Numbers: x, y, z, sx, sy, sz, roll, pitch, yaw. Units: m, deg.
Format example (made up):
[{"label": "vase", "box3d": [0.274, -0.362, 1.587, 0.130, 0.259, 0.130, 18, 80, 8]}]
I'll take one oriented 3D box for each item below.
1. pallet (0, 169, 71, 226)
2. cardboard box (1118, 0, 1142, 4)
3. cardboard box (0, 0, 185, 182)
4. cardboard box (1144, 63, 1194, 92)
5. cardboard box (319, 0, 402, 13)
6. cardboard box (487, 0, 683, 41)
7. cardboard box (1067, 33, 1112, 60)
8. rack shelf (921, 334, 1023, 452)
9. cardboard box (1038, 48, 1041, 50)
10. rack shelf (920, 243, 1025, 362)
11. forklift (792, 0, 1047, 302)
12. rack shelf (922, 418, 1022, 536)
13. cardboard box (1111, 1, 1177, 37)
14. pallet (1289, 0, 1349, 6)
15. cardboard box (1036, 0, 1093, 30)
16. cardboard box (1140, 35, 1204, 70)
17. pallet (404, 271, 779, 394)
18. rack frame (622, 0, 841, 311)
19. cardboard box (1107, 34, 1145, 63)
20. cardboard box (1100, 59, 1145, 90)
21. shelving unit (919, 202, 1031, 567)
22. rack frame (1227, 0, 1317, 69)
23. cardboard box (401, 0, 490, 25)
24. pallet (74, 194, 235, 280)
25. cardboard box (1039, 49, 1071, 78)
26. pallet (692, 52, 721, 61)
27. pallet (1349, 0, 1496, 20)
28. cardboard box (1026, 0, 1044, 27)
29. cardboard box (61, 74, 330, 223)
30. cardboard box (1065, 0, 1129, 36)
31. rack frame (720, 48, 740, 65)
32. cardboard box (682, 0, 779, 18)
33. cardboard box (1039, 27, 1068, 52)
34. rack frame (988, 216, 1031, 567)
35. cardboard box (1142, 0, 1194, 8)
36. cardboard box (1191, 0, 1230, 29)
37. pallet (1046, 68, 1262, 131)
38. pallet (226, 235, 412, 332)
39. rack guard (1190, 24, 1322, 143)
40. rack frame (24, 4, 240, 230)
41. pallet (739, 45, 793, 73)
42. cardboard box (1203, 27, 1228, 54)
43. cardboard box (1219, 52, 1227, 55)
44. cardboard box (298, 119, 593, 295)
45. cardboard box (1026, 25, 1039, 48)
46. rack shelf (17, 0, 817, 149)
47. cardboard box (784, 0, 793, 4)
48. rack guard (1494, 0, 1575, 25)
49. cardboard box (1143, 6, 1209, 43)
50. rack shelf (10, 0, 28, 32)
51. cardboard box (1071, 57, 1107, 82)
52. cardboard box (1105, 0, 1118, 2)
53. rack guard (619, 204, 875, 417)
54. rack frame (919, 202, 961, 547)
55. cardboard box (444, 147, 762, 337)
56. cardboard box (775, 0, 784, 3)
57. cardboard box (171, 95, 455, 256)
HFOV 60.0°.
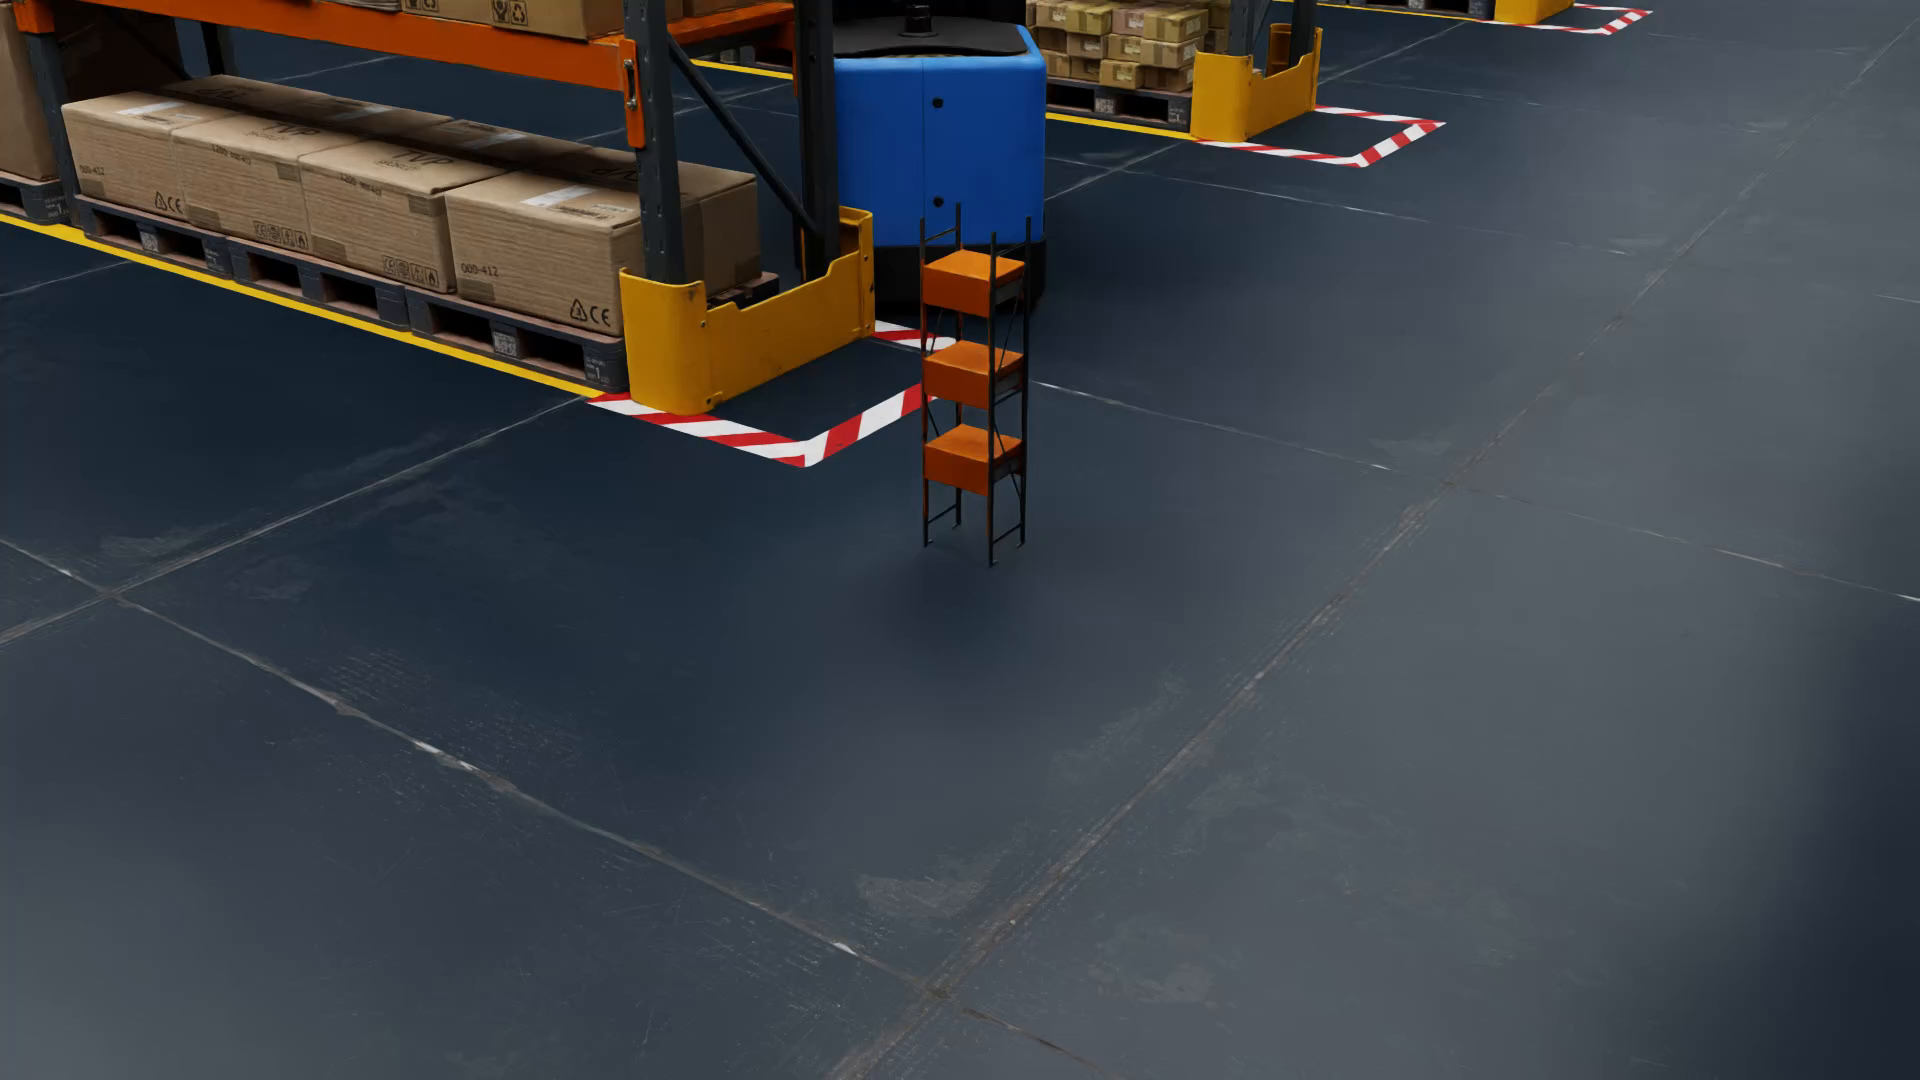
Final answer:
[{"label": "pallet", "box3d": [-4.797, -2.005, 8.956, 1.213, 0.211, 1.003, 17, 32, 30]}, {"label": "cardboard box", "box3d": [1.229, -3.509, 10.861, 0.250, 0.149, 0.380, 17, 32, 30]}, {"label": "cardboard box", "box3d": [-4.674, -2.447, 8.631, 0.875, 0.875, 0.875, 18, 32, 32]}, {"label": "cardboard box", "box3d": [1.347, -2.901, 10.323, 0.250, 0.149, 0.380, 18, 32, 31]}, {"label": "cardboard box", "box3d": [-2.203, -2.383, 6.515, 0.500, 0.500, 0.500, 18, 32, 32]}, {"label": "cardboard box", "box3d": [-1.368, -2.120, 5.998, 0.500, 0.500, 0.500, 18, 32, 31]}, {"label": "cardboard box", "box3d": [0.873, -3.138, 10.461, 0.250, 0.149, 0.380, 16, 31, 28]}, {"label": "rack shelf", "box3d": [0.044, -0.445, 4.990, 0.240, 0.259, 0.215, 17, 32, 30]}, {"label": "cardboard box", "box3d": [0.452, -3.129, 10.772, 0.250, 0.149, 0.380, 16, 31, 28]}, {"label": "rack shelf", "box3d": [0.044, -0.698, 4.861, 0.240, 0.259, 0.215, 17, 32, 30]}, {"label": "forklift", "box3d": [-0.253, -2.949, 7.813, 1.130, 2.935, 3.031, -2, 27, -4]}, {"label": "rack shelf", "box3d": [0.044, -0.197, 5.116, 0.240, 0.259, 0.215, 17, 32, 30]}, {"label": "cardboard box", "box3d": [1.144, -3.236, 10.325, 0.250, 0.149, 0.380, 18, 32, 31]}, {"label": "pallet", "box3d": [3.085, -5.002, 14.846, 1.213, 0.211, 1.003, 17, 32, 30]}, {"label": "cardboard box", "box3d": [0.681, -3.345, 10.540, 0.250, 0.149, 0.380, 16, 31, 28]}, {"label": "cardboard box", "box3d": [1.302, -3.005, 10.200, 0.250, 0.149, 0.380, 16, 31, 29]}, {"label": "pallet", "box3d": [-1.524, -0.984, 6.950, 1.213, 0.211, 1.003, 17, 32, 30]}, {"label": "rack frame", "box3d": [-0.821, -2.050, 5.972, 0.127, 3.000, 1.000, 17, 32, 30]}, {"label": "cardboard box", "box3d": [1.117, -3.092, 10.371, 0.250, 0.149, 0.380, 16, 31, 29]}, {"label": "cardboard box", "box3d": [1.077, -2.929, 10.378, 0.250, 0.149, 0.380, 18, 32, 32]}, {"label": "shelving unit", "box3d": [0.044, -0.454, 4.985, 0.252, 1.050, 0.215, 17, 32, 30]}, {"label": "rack frame", "box3d": [1.899, -3.927, 9.659, 0.127, 3.000, 1.000, 17, 32, 30]}, {"label": "cardboard box", "box3d": [-1.773, -2.254, 6.262, 0.500, 0.500, 0.500, 17, 31, 29]}, {"label": "pallet", "box3d": [-3.535, -1.610, 8.181, 1.213, 0.211, 1.003, 17, 32, 30]}, {"label": "cardboard box", "box3d": [0.697, -3.087, 10.690, 0.250, 0.149, 0.380, 18, 32, 31]}, {"label": "pallet", "box3d": [-2.041, -3.911, 12.702, 1.213, 0.211, 1.003, 17, 32, 30]}, {"label": "pallet", "box3d": [4.087, -4.689, 14.230, 1.213, 0.211, 1.003, 17, 32, 30]}, {"label": "cardboard box", "box3d": [0.428, -3.393, 10.635, 0.250, 0.149, 0.380, 19, 32, 32]}, {"label": "cardboard box", "box3d": [-3.661, -1.921, 8.080, 0.875, 0.438, 0.875, 17, 31, 30]}, {"label": "cardboard box", "box3d": [0.859, -3.255, 10.363, 0.250, 0.149, 0.380, 17, 31, 29]}, {"label": "rack frame", "box3d": [-1.399, -4.954, 11.677, 0.127, 3.000, 1.000, 17, 32, 30]}, {"label": "cardboard box", "box3d": [-1.054, -2.325, 6.402, 0.500, 0.500, 0.500, 17, 32, 30]}, {"label": "cardboard box", "box3d": [0.709, -3.245, 10.672, 0.250, 0.149, 0.380, 17, 31, 30]}, {"label": "rack frame", "box3d": [0.145, -0.423, 4.923, 0.008, 1.050, 0.200, 17, 32, 30]}, {"label": "cardboard box", "box3d": [1.364, -3.396, 10.640, 0.250, 0.149, 0.380, 18, 32, 31]}, {"label": "cardboard box", "box3d": [1.659, -3.370, 10.589, 0.250, 0.149, 0.380, 16, 31, 28]}, {"label": "pallet", "box3d": [1.186, -2.925, 10.766, 1.213, 0.211, 1.003, 17, 32, 30]}, {"label": "pallet", "box3d": [-2.526, -1.297, 7.566, 1.213, 0.211, 1.003, 17, 32, 30]}, {"label": "rack guard", "box3d": [1.836, -2.832, 10.264, 0.348, 0.500, 1.175, 17, 32, 30]}, {"label": "rack frame", "box3d": [-4.118, -3.077, 7.990, 0.127, 3.000, 1.000, 17, 32, 30]}, {"label": "pallet", "box3d": [-0.825, -3.552, 11.997, 1.213, 0.211, 1.003, 17, 32, 30]}, {"label": "cardboard box", "box3d": [1.612, -3.207, 10.596, 0.250, 0.149, 0.380, 19, 32, 32]}, {"label": "cardboard box", "box3d": [1.648, -3.098, 10.710, 0.250, 0.149, 0.380, 18, 32, 31]}, {"label": "cardboard box", "box3d": [-2.180, -1.460, 7.173, 0.875, 0.438, 0.875, 18, 32, 32]}, {"label": "cardboard box", "box3d": [0.438, -3.266, 10.712, 0.250, 0.149, 0.380, 18, 32, 31]}, {"label": "rack shelf", "box3d": [-2.469, -2.243, 7.144, 4.000, 0.370, 1.077, 17, 32, 30]}, {"label": "cardboard box", "box3d": [-1.022, -3.759, 11.682, 0.250, 0.149, 0.380, 18, 32, 31]}, {"label": "rack guard", "box3d": [4.810, -4.635, 13.807, 0.348, 0.500, 1.175, 17, 32, 30]}, {"label": "cardboard box", "box3d": [1.319, -3.150, 10.156, 0.250, 0.149, 0.380, 18, 32, 31]}, {"label": "rack shelf", "box3d": [-5.766, -3.270, 9.162, 4.000, 0.370, 1.077, 17, 32, 30]}, {"label": "cardboard box", "box3d": [0.908, -3.029, 10.575, 0.250, 0.149, 0.380, 17, 32, 30]}, {"label": "cardboard box", "box3d": [0.977, -3.541, 10.926, 0.250, 0.149, 0.380, 16, 31, 28]}, {"label": "rack guard", "box3d": [-0.801, -0.930, 6.526, 0.348, 0.500, 1.175, 17, 32, 30]}, {"label": "rack frame", "box3d": [-0.056, -0.485, 5.046, 0.008, 1.050, 0.200, 17, 32, 30]}, {"label": "cardboard box", "box3d": [-1.421, -1.228, 6.717, 0.875, 0.438, 0.875, 16, 31, 29]}, {"label": "cardboard box", "box3d": [-1.281, -3.790, 11.743, 0.250, 0.149, 0.380, 19, 33, 33]}, {"label": "cardboard box", "box3d": [-2.923, -1.692, 7.629, 0.875, 0.438, 0.875, 16, 31, 29]}]
